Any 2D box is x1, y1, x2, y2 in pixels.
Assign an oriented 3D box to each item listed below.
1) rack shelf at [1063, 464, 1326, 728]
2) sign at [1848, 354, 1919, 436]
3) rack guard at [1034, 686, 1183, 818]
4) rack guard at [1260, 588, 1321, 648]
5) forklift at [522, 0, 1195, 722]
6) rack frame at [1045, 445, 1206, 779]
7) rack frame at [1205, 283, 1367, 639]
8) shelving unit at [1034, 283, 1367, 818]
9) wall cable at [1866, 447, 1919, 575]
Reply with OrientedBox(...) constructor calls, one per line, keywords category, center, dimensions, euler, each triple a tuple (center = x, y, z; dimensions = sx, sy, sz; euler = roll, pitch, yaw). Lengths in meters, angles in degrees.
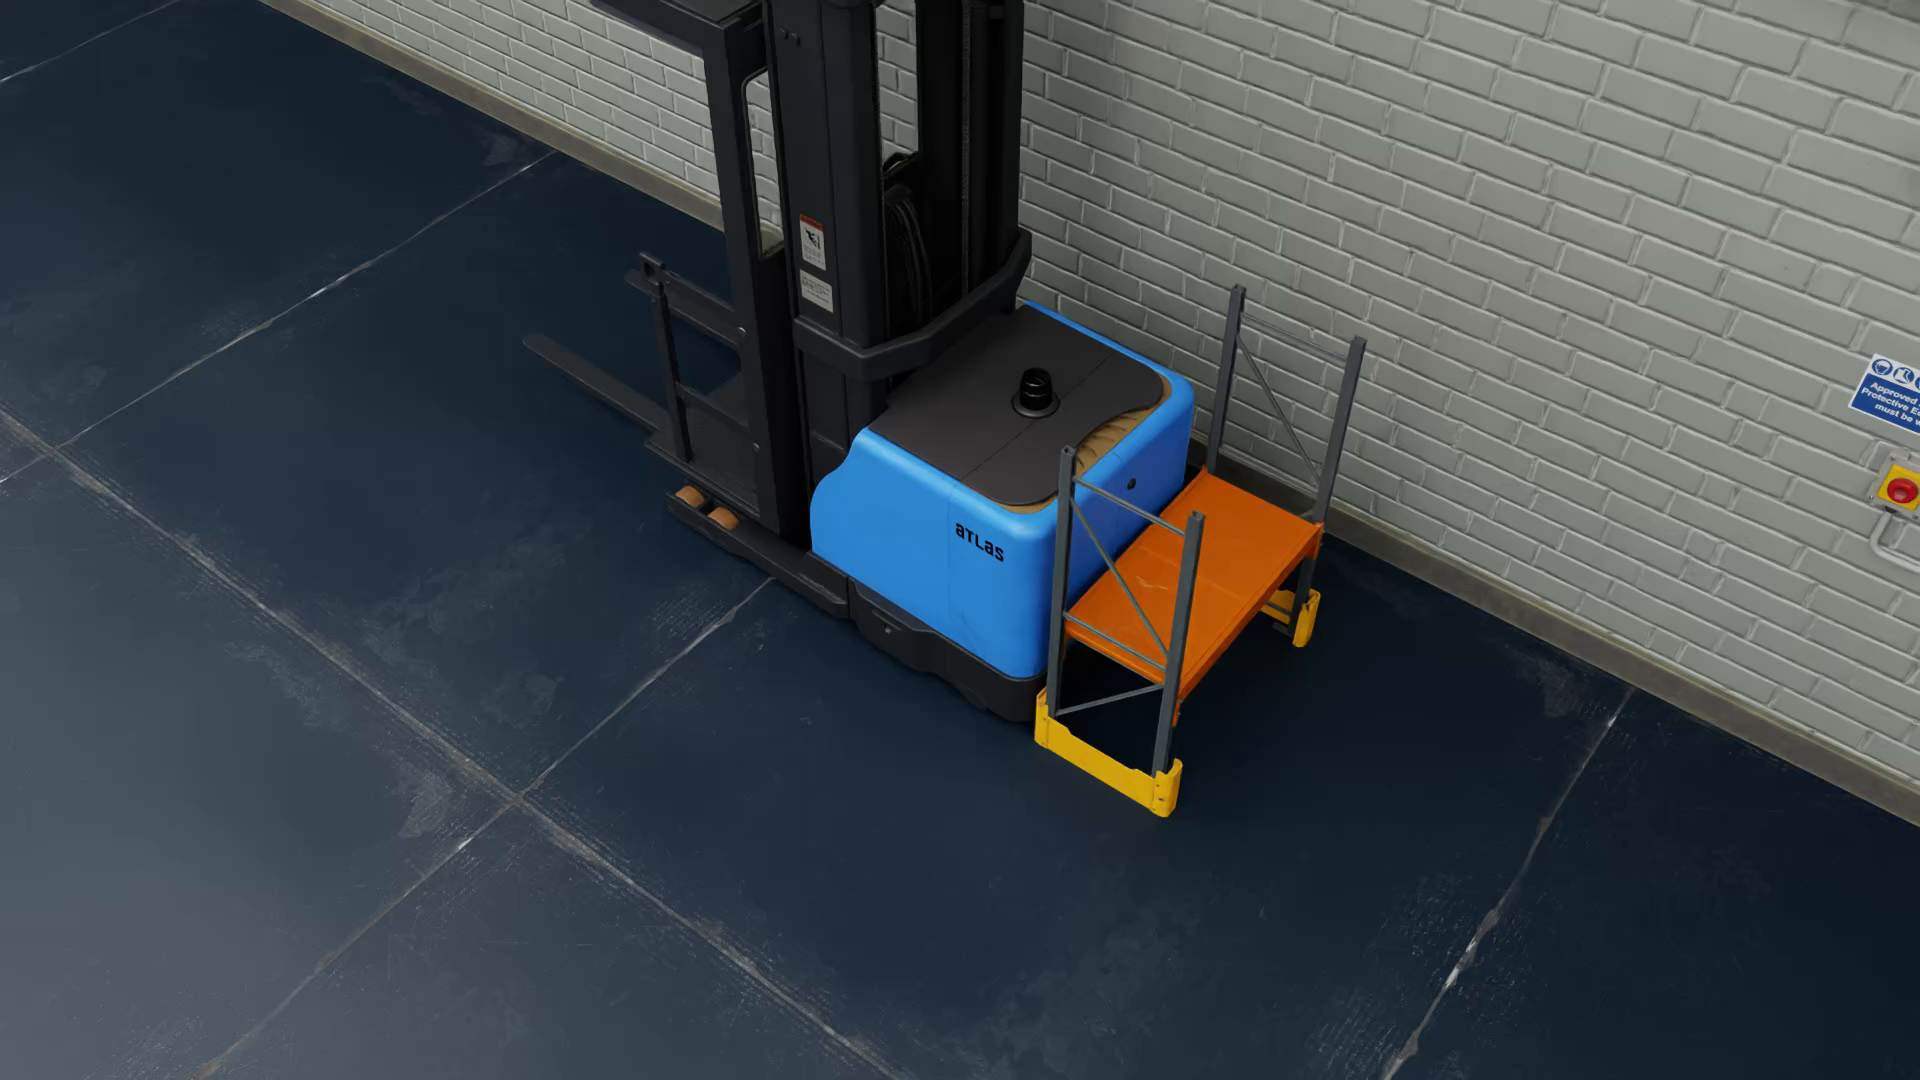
OrientedBox(category="rack shelf", center=(0.824, 0.175, 5.959), dimensions=(0.538, 0.185, 1.000), euler=(29, 53, 25))
OrientedBox(category="sign", center=(2.905, -0.420, 5.055), dimensions=(0.327, 0.218, 0.001), euler=(29, 53, 25))
OrientedBox(category="rack guard", center=(0.528, 0.764, 6.012), dimensions=(0.587, 0.250, 0.087), euler=(29, 53, 25))
OrientedBox(category="rack guard", center=(1.130, 0.190, 6.560), dimensions=(0.587, 0.250, 0.087), euler=(29, 53, 25))
OrientedBox(category="forklift", center=(-0.593, -1.247, 6.079), dimensions=(3.031, 2.935, 1.130), euler=(31, 54, 26))
OrientedBox(category="rack frame", center=(0.517, 0.343, 5.549), dimensions=(0.500, 1.500, 0.032), euler=(29, 53, 25))
OrientedBox(category="rack frame", center=(1.131, -0.243, 6.109), dimensions=(0.500, 1.500, 0.032), euler=(29, 53, 25))
OrientedBox(category="shelving unit", center=(0.830, 0.045, 5.834), dimensions=(0.587, 1.500, 1.083), euler=(29, 53, 25))
OrientedBox(category="wall cable", center=(2.906, -0.632, 4.720), dimensions=(0.585, 1.953, 0.123), euler=(29, 53, 25))
